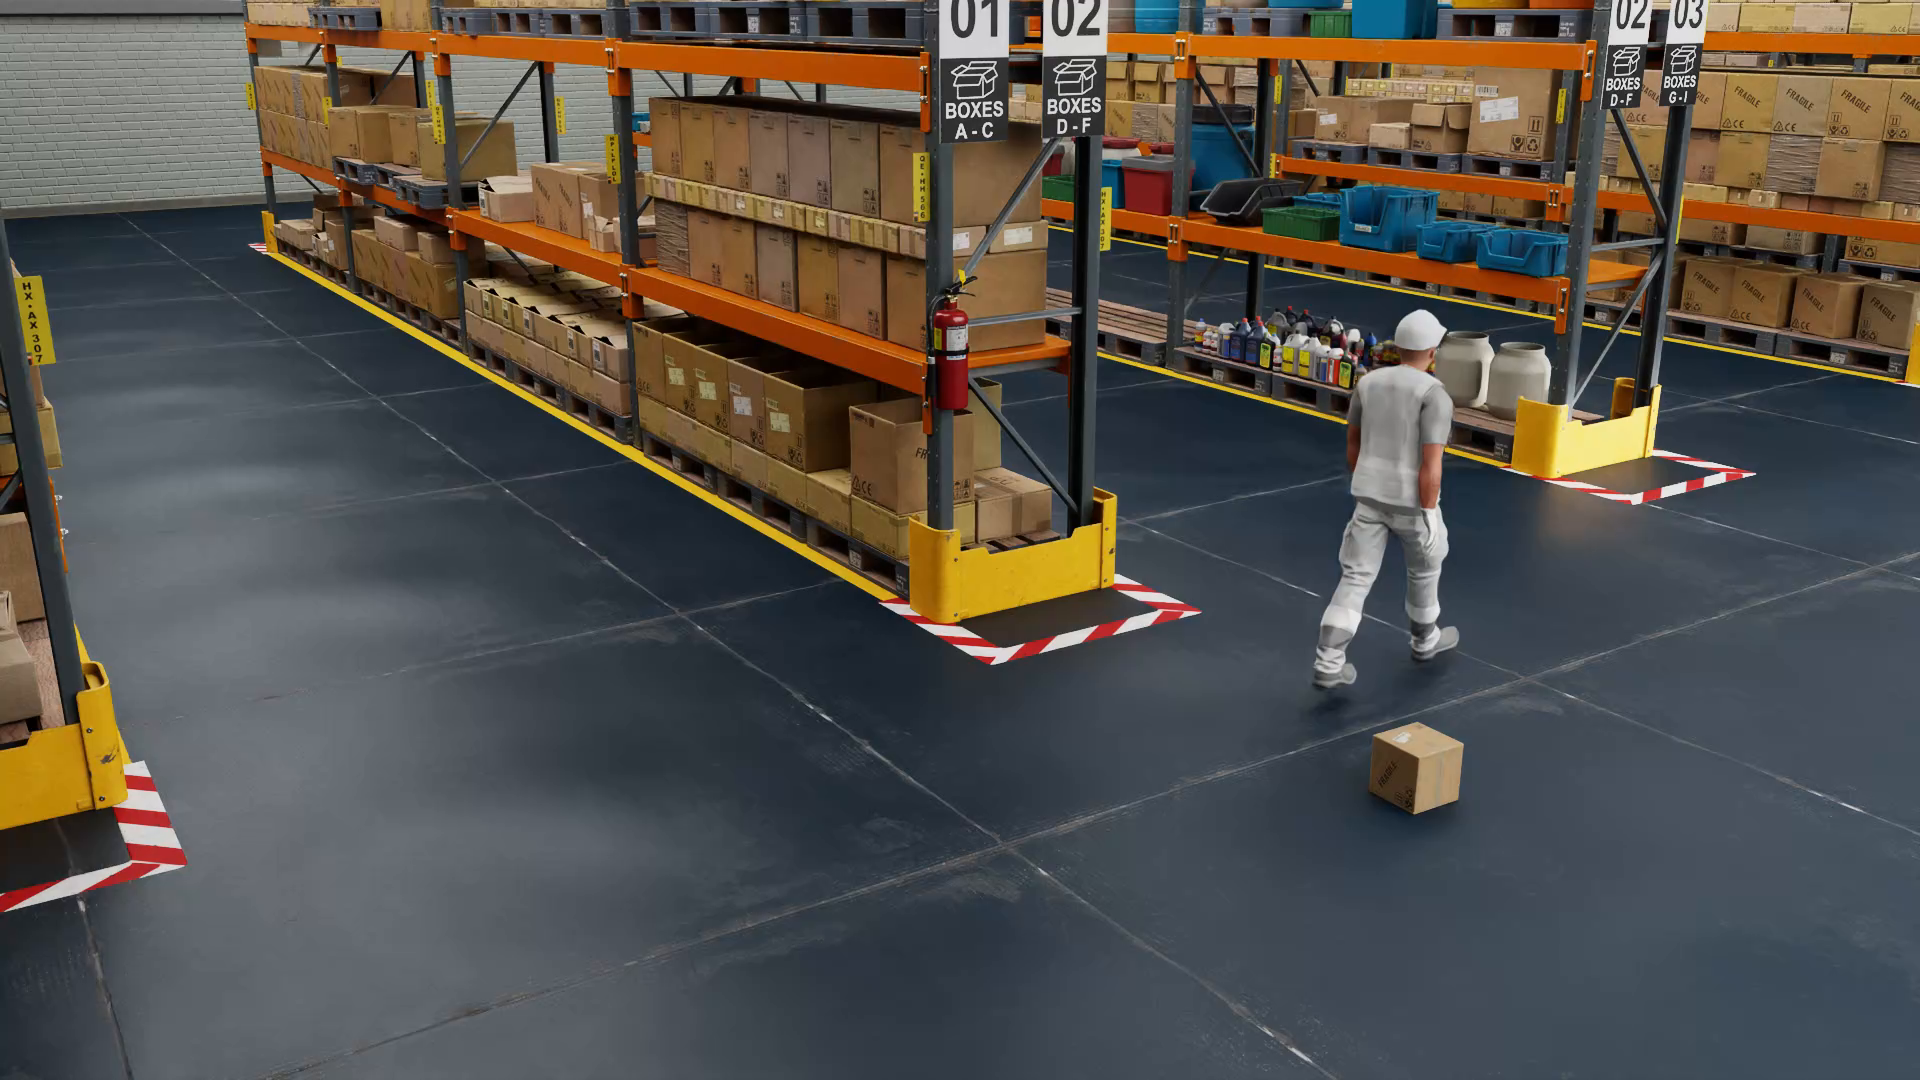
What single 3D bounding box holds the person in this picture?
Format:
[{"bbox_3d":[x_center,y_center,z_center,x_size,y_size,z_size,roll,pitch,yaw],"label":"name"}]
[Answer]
[{"bbox_3d":[2.002,-0.190,7.646,0.575,1.738,1.088,15,23,39],"label":"person"}]
